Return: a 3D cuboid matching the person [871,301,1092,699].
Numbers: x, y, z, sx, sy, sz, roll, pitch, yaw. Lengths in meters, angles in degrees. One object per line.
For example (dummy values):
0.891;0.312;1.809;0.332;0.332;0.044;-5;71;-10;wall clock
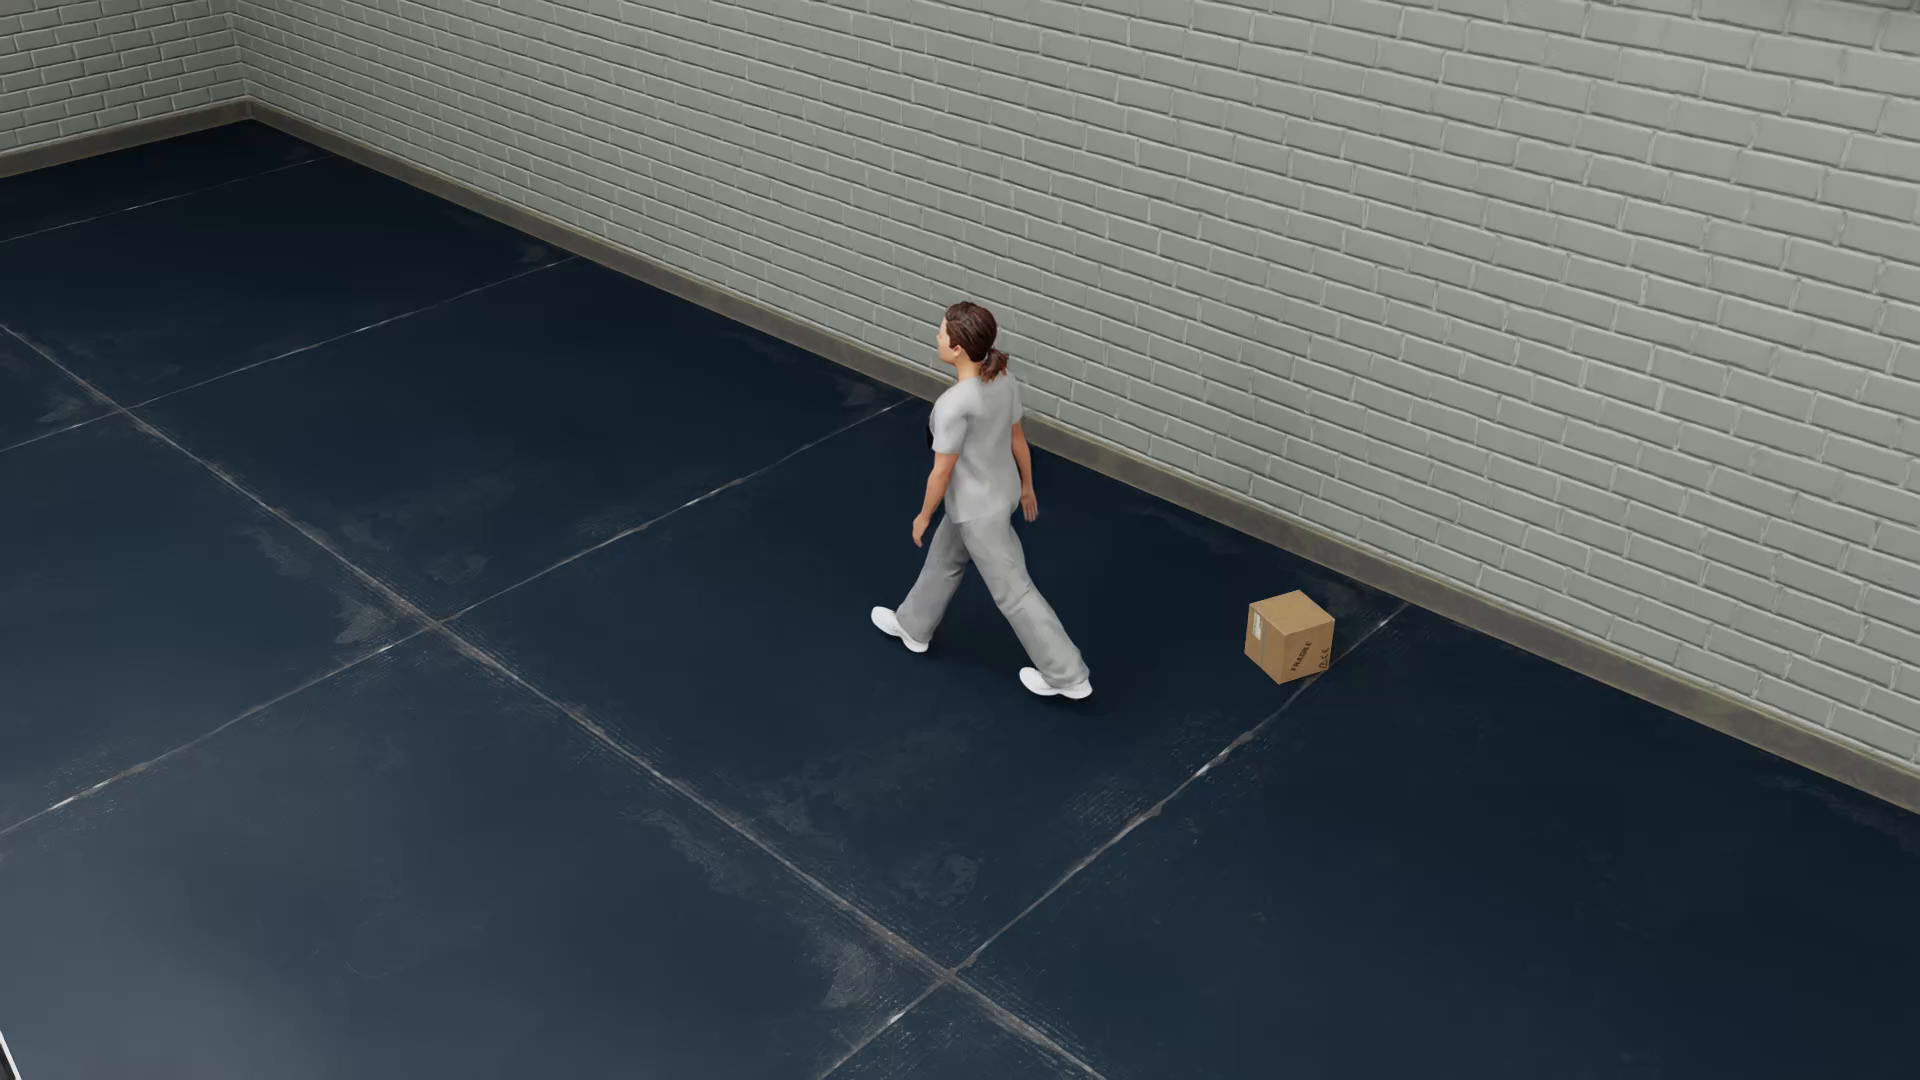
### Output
0.051;-0.145;6.393;1.056;1.607;0.467;15;34;22;person
